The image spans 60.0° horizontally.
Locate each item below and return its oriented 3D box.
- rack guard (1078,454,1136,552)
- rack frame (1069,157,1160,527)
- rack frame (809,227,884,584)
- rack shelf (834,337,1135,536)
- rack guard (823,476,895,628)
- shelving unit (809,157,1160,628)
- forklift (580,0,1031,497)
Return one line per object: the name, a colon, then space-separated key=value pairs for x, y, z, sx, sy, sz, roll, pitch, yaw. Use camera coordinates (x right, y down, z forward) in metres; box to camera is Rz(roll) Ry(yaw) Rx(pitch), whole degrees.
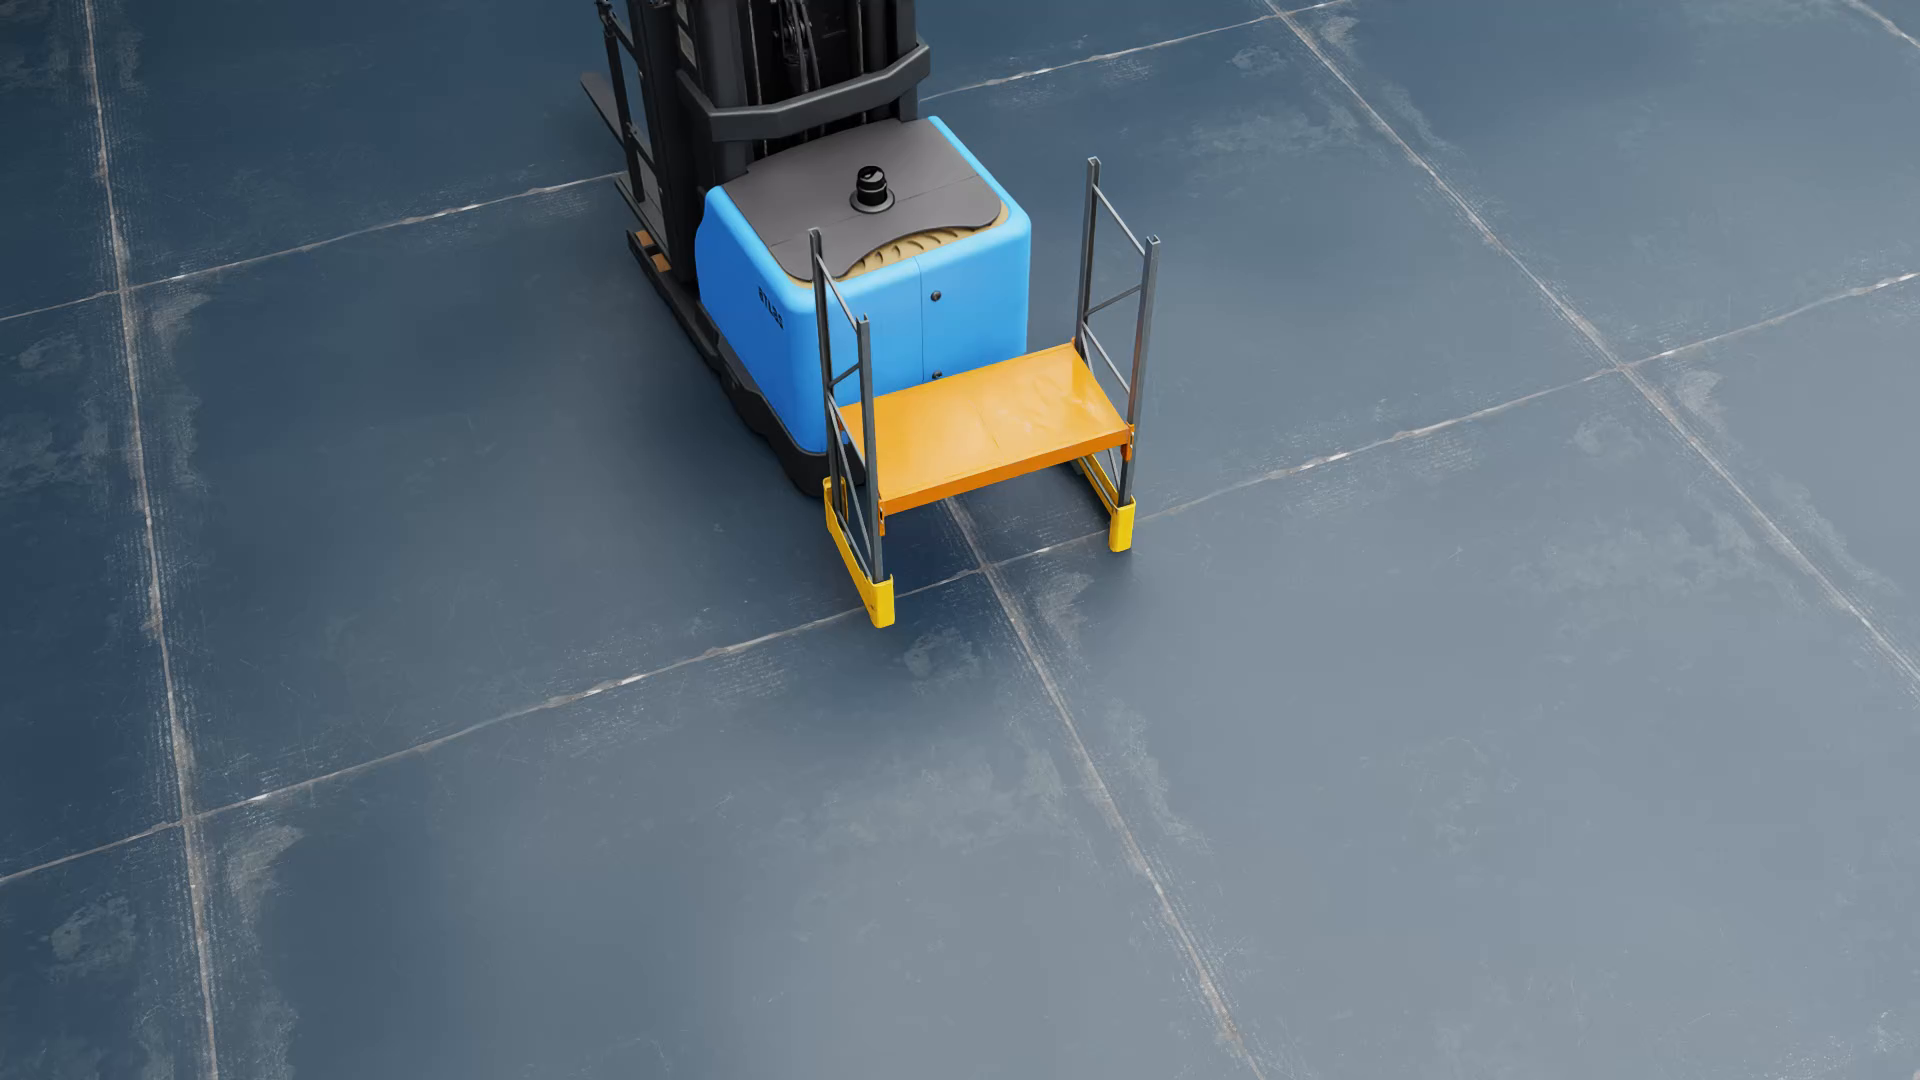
rack guard: x=0.532 y=-0.246 z=6.637 sx=0.087 sy=0.250 sz=0.587 roll=-17 pitch=52 yaw=-14
rack frame: x=0.550 y=-0.659 z=6.168 sx=0.032 sy=1.500 sz=0.500 roll=-17 pitch=52 yaw=-14
rack frame: x=-0.392 y=-0.367 z=5.918 sx=0.032 sy=1.500 sz=0.500 roll=-17 pitch=52 yaw=-14
rack shelf: x=0.079 y=-0.396 z=6.179 sx=1.000 sy=0.185 sz=0.538 roll=-17 pitch=52 yaw=-14
rack guard: x=-0.390 y=0.040 z=6.392 sx=0.087 sy=0.250 sz=0.587 roll=-17 pitch=52 yaw=-14
shelving unit: x=0.071 y=-0.510 z=6.041 sx=1.083 sy=1.500 sz=0.587 roll=-17 pitch=52 yaw=-14
forklift: x=-0.869 y=-2.249 z=6.590 sx=1.130 sy=2.935 sz=3.031 roll=-23 pitch=53 yaw=-18
